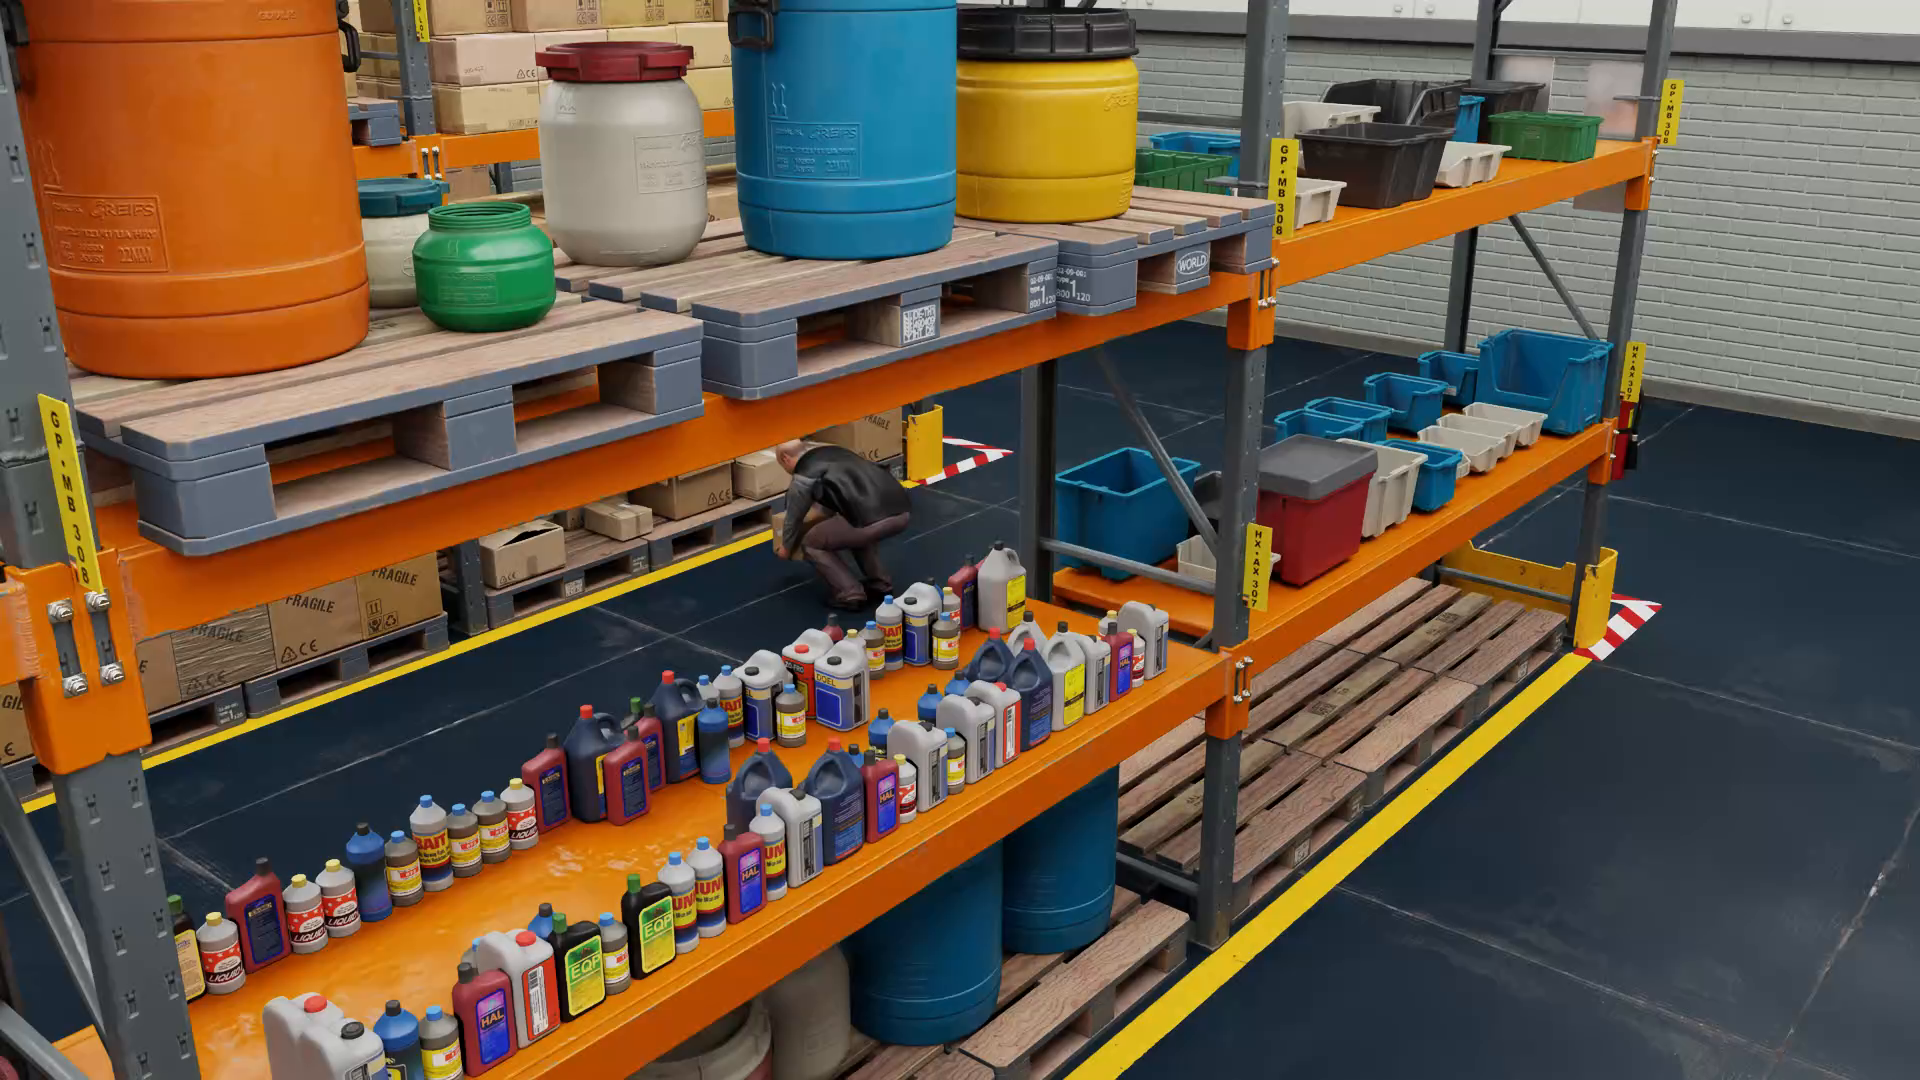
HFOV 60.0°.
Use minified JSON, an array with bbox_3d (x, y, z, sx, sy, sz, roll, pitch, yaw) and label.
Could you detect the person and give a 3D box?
[{"bbox_3d":[-0.726,-0.102,10.024,0.908,0.951,0.513,15,25,35],"label":"person"}]
